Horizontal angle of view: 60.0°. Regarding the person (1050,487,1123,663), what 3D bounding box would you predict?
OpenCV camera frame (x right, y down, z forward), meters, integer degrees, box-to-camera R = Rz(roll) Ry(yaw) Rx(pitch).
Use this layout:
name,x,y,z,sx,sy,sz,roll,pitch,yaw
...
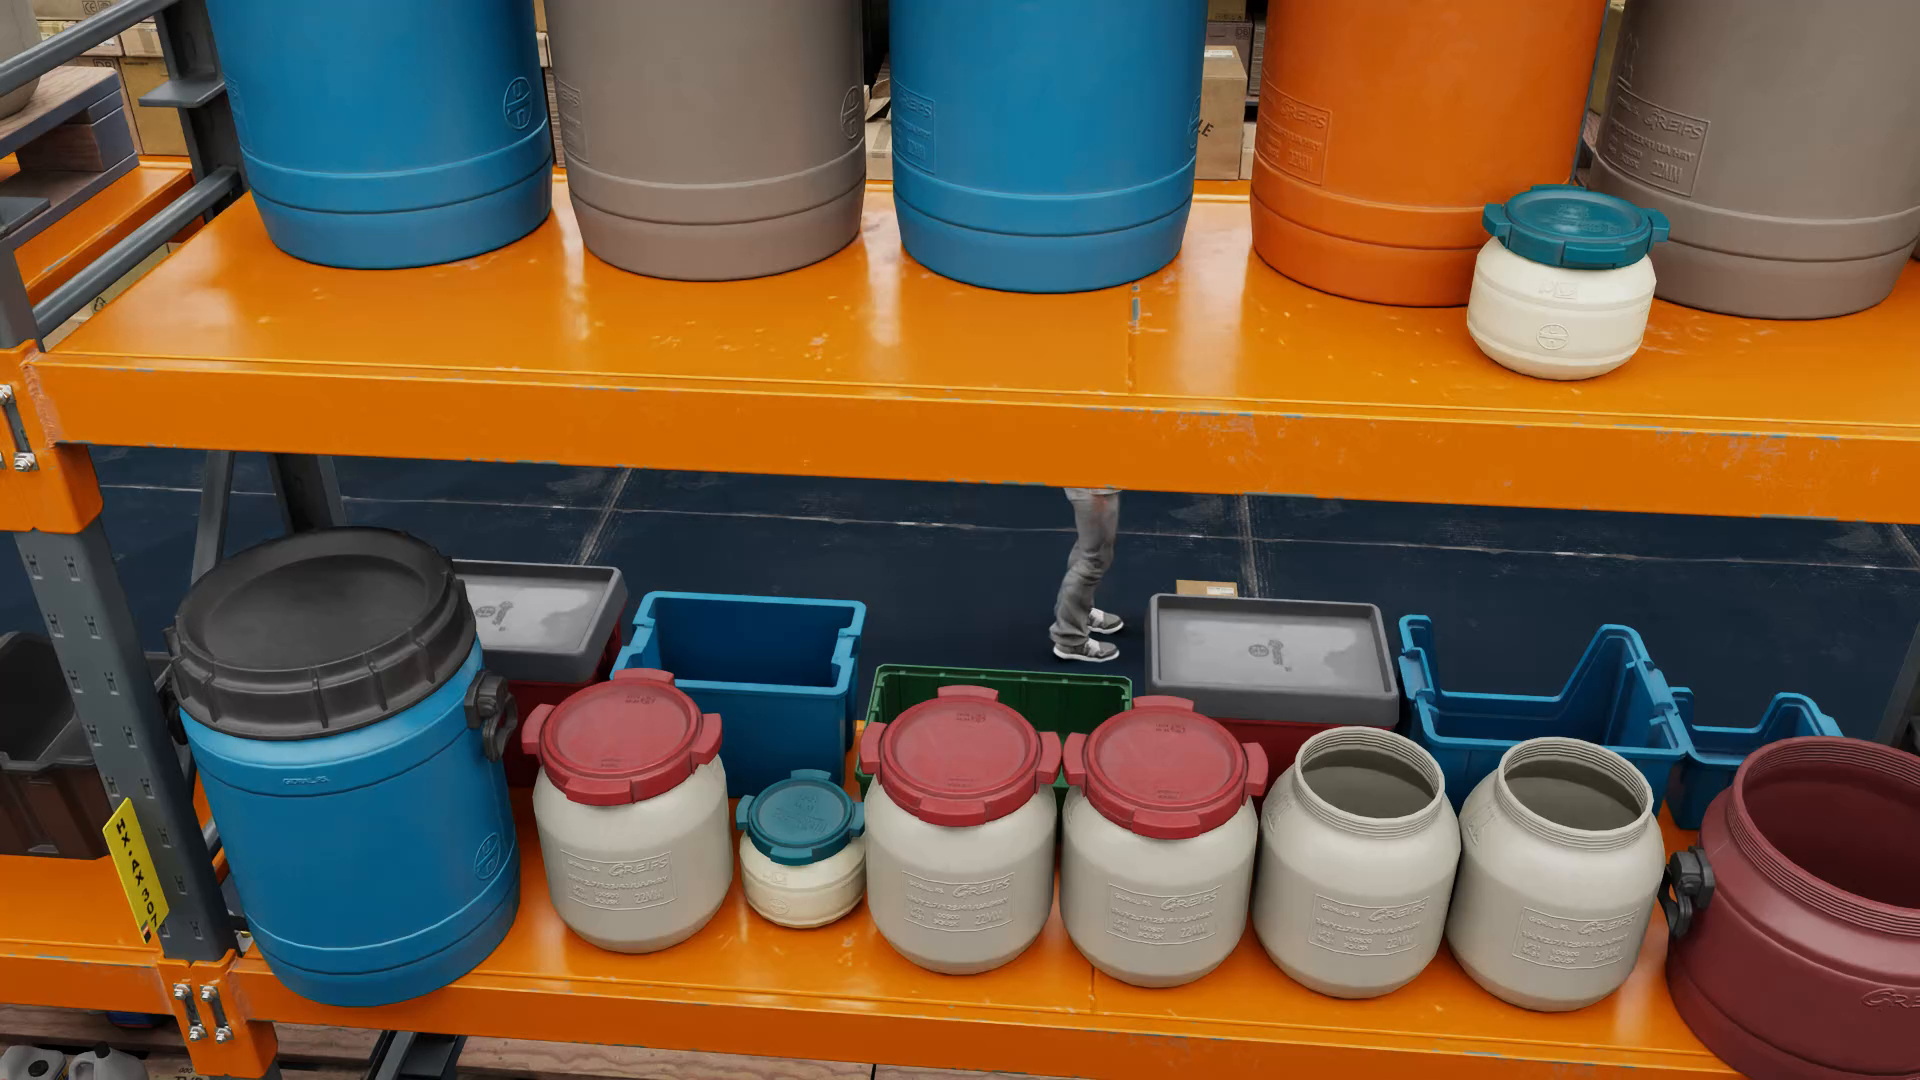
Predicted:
name,x,y,z,sx,sy,sz,roll,pitch,yaw
person,0.534,-0.256,6.559,0.310,1.598,0.406,3,33,5
